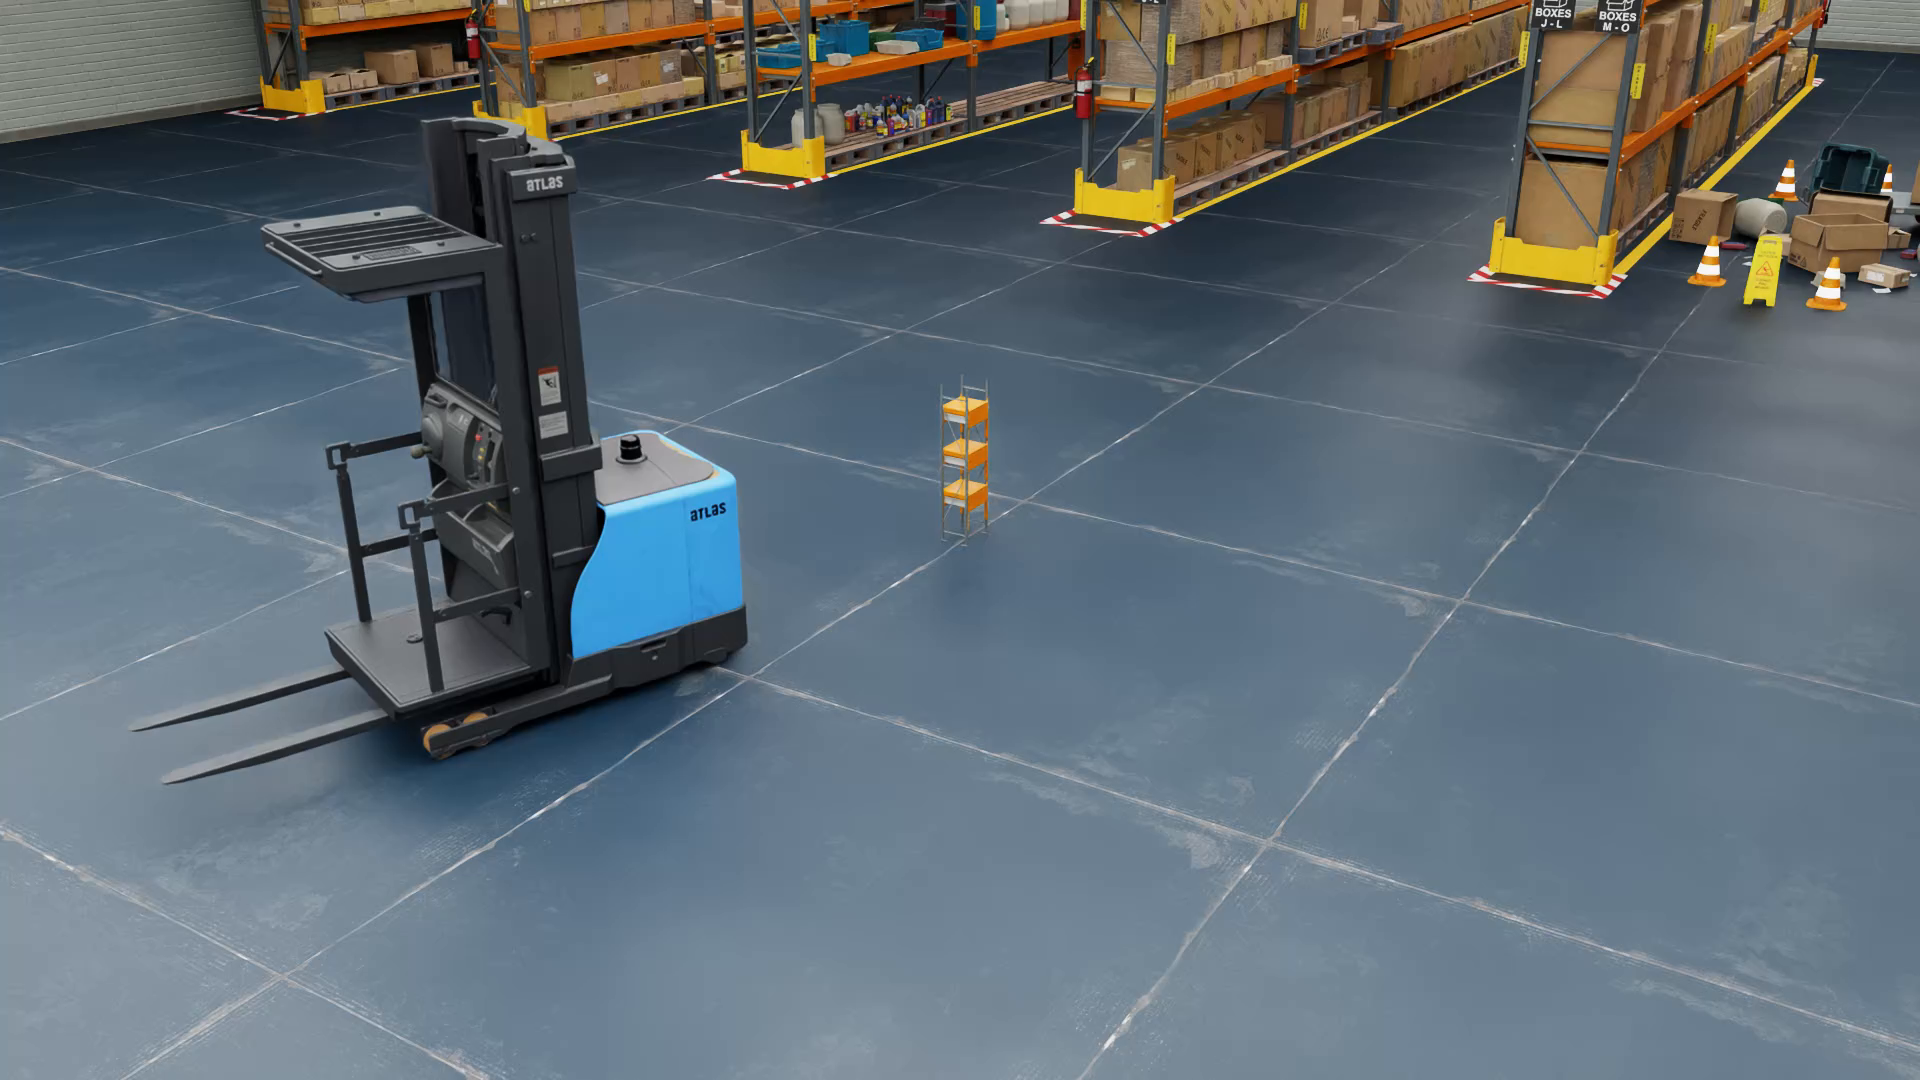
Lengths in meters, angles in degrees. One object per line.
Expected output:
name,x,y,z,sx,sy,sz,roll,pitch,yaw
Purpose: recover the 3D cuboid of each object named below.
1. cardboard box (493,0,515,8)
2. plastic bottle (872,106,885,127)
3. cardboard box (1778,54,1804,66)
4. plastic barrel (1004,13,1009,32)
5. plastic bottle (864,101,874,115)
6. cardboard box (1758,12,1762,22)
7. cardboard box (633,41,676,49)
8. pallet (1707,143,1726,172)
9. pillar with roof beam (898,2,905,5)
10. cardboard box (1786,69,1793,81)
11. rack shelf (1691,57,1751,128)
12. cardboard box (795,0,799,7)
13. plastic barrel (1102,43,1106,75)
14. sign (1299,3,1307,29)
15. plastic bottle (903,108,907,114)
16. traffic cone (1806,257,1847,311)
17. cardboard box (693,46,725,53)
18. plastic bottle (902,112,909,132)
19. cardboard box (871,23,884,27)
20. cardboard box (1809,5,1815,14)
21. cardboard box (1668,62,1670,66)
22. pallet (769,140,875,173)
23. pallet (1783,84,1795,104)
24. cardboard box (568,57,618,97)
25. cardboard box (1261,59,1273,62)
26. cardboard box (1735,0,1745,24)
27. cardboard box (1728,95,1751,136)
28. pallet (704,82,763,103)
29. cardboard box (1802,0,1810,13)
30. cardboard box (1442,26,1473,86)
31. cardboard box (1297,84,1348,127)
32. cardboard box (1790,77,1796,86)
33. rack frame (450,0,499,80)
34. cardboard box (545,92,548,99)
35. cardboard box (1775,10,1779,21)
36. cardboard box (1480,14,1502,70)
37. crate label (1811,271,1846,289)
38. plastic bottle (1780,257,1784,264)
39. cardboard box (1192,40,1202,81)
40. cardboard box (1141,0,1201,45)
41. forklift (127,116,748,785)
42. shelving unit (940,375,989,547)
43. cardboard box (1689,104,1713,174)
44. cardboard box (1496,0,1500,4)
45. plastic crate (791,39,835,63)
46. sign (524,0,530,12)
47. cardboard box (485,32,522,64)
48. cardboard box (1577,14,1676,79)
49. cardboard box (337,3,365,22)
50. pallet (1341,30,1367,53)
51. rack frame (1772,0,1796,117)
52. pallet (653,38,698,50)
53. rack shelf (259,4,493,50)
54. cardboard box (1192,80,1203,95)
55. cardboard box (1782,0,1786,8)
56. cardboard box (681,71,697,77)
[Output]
cardboard box,-6.495,-7.760,23.956,0.380,0.149,0.250,13,27,28
plastic bottle,-1.182,-6.095,23.927,0.152,0.276,0.135,14,27,29
cardboard box,13.921,-8.059,27.901,0.380,0.149,0.250,15,28,31
plastic barrel,0.610,-7.909,25.418,0.301,0.262,0.301,0,23,0
plastic bottle,-1.321,-6.151,23.964,0.144,0.351,0.185,14,27,29
cardboard box,11.097,-7.399,23.480,0.380,0.149,0.250,14,27,29
cardboard box,-4.935,-7.781,26.937,0.500,0.500,0.500,14,27,29
pallet,9.780,-5.266,22.650,1.003,0.211,1.213,14,27,29
pillar with roof beam,2.041,-16.628,37.832,9.100,9.000,0.400,14,27,29
cardboard box,13.485,-7.667,27.370,0.380,0.149,0.250,14,27,29
rack shelf,9.205,-5.791,21.257,1.077,0.370,4.000,14,27,29
cardboard box,-2.940,-9.390,28.980,0.380,0.149,0.250,16,28,33
plastic barrel,2.357,-8.337,28.835,0.421,0.512,0.421,0,23,0
sign,4.454,-6.806,21.606,0.100,0.325,0.005,14,27,29
plastic bottle,-0.765,-6.030,23.768,0.061,0.283,0.133,14,27,29
traffic cone,8.307,-2.462,15.855,0.336,0.463,0.334,14,27,29
cardboard box,-4.186,-8.159,28.048,0.500,0.311,0.500,15,27,30
plastic bottle,-0.767,-5.922,23.535,0.097,0.271,0.097,0,23,0
cardboard box,-1.748,-9.541,31.607,0.500,0.500,0.500,13,27,27
cardboard box,14.150,-8.957,27.981,0.380,0.149,0.250,15,27,30
cardboard box,7.310,-5.040,18.428,0.875,0.550,0.550,14,27,29
pallet,-1.895,-5.237,22.581,1.003,0.211,1.213,14,27,29
pallet,13.337,-7.514,27.842,1.003,0.211,1.213,14,27,29
cardboard box,-5.548,-6.997,25.126,0.500,0.500,0.500,14,27,29
cardboard box,3.803,-6.116,21.419,0.380,0.149,0.250,14,27,29
cardboard box,10.014,-7.152,22.110,0.700,0.500,0.500,14,27,29
cardboard box,10.850,-6.027,23.515,0.500,0.500,0.500,13,26,27
pallet,-4.069,-7.574,27.981,1.003,0.211,1.213,14,27,29
cardboard box,13.396,-8.774,26.742,0.500,0.500,0.500,13,27,28
cardboard box,7.889,-8.217,28.102,1.225,0.875,0.875,14,27,29
cardboard box,5.188,-6.312,24.147,0.700,0.500,0.500,16,28,33
cardboard box,13.755,-7.707,27.837,0.380,0.149,0.250,14,27,30
rack frame,-8.635,-9.634,29.228,1.000,3.000,0.127,14,27,29
cardboard box,-6.249,-6.592,25.134,0.500,0.250,0.500,14,27,29
cardboard box,12.059,-7.877,24.957,0.380,0.149,0.250,14,27,29
cardboard box,9.100,-8.947,29.788,0.875,0.875,0.875,14,27,29
crate label,8.669,-2.591,16.563,0.250,0.136,0.298,1,23,2
plastic bottle,8.589,-2.977,17.549,0.133,0.061,0.283,5,24,11
cardboard box,2.355,-5.726,19.701,0.875,0.500,0.500,14,27,29
cardboard box,2.401,-5.940,18.936,0.500,0.500,0.500,14,27,29
forklift,-2.655,-0.498,8.211,3.031,2.935,1.130,-17,29,-34
shelving unit,0.028,-0.500,10.583,0.215,1.050,0.252,14,27,29
cardboard box,8.913,-5.160,21.196,1.050,0.750,0.750,14,27,29
cardboard box,9.331,-9.572,29.402,0.380,0.149,0.250,14,27,30
plastic crate,-1.971,-6.589,22.382,0.499,0.251,0.408,14,27,29
sign,-6.066,-7.562,23.254,0.100,0.325,0.005,14,27,29
cardboard box,-8.261,-8.941,30.220,0.700,0.500,0.500,15,28,31
cardboard box,6.891,-5.143,17.307,0.875,0.550,0.550,14,27,29
cardboard box,-9.956,-8.501,26.774,0.500,0.250,0.500,13,27,27
pallet,5.090,-7.105,23.629,1.003,0.211,1.213,14,27,29
rack frame,12.370,-8.146,25.792,1.000,3.000,0.127,14,27,29
pallet,-6.045,-9.955,33.479,1.003,0.211,1.213,14,27,29
rack shelf,-9.690,-8.629,27.812,1.077,0.370,4.000,14,27,29
cardboard box,2.639,-5.351,19.651,0.380,0.149,0.250,14,27,29
cardboard box,12.328,-8.185,25.294,0.380,0.149,0.250,15,27,31
cardboard box,-4.452,-7.729,27.760,0.500,0.250,0.500,14,27,28
